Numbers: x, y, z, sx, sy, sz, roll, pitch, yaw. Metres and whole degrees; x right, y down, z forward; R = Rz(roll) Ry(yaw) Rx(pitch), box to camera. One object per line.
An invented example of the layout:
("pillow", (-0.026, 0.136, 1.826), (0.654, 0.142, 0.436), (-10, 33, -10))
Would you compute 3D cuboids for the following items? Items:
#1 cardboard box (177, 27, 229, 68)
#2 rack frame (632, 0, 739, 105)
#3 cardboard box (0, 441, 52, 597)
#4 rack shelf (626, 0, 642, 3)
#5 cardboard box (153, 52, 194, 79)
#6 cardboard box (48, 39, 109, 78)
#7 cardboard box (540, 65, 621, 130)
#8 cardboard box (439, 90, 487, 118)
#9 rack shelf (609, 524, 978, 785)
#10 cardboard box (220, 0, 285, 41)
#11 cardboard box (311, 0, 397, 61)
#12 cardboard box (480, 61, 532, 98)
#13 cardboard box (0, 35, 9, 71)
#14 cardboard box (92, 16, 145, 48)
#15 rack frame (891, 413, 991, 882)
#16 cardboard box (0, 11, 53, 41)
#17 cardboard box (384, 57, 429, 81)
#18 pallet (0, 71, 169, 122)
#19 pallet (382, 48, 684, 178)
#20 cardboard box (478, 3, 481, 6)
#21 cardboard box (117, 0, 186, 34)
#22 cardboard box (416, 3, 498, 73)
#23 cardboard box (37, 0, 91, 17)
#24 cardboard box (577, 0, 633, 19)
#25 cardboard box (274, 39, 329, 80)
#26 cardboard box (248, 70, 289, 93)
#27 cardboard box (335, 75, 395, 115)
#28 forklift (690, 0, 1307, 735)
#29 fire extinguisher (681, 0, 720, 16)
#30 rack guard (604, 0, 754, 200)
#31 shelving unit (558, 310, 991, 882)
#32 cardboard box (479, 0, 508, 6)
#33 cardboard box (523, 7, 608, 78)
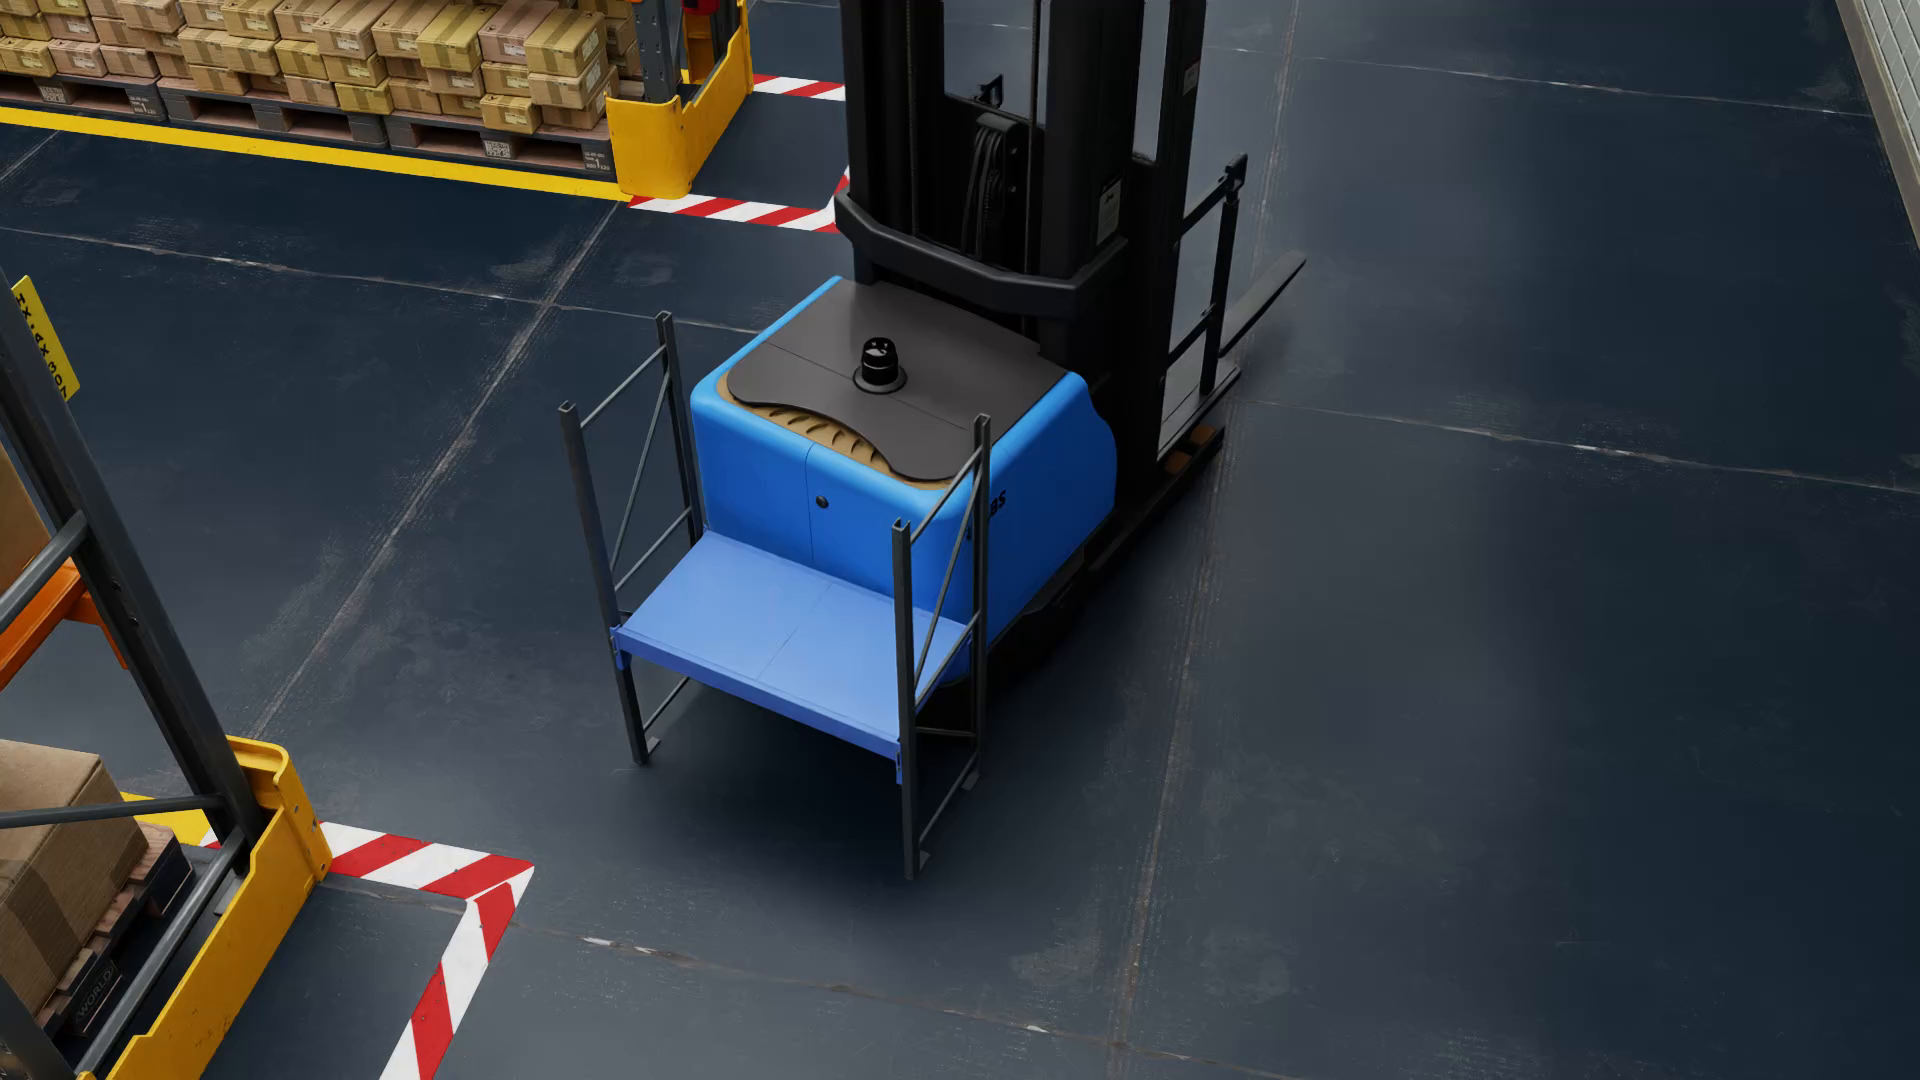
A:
("cardboard box", (-3.636, -2.499, 8.222), (0.250, 0.149, 0.380), (9, 45, 9))
("rack frame", (-1.287, -3.105, 7.313), (0.127, 3.000, 1.000), (9, 45, 9))
("cardboard box", (-2.675, -0.043, 4.060), (0.500, 0.500, 0.500), (9, 45, 9))
("rack shelf", (-3.239, -3.149, 7.877), (4.000, 0.370, 1.077), (9, 45, 9))
("cardboard box", (-3.863, -2.498, 8.435), (0.250, 0.149, 0.380), (7, 44, 7))
("cardboard box", (-4.392, -2.520, 8.458), (0.250, 0.149, 0.380), (9, 45, 9))
("cardboard box", (-1.846, -2.168, 8.092), (0.250, 0.149, 0.380), (10, 45, 10))
("cardboard box", (-2.358, -2.237, 8.164), (0.250, 0.149, 0.380), (9, 45, 9))
("rack shelf", (-0.498, 0.330, 5.086), (1.000, 0.185, 0.538), (19, 47, 19))
("cardboard box", (-3.380, -2.603, 8.115), (0.250, 0.149, 0.380), (9, 45, 9))
("cardboard box", (-2.885, -2.468, 7.975), (0.250, 0.149, 0.380), (10, 45, 11))
("cardboard box", (-2.108, -2.299, 8.014), (0.250, 0.149, 0.380), (8, 44, 8))
("cardboard box", (-4.905, -2.562, 8.502), (0.250, 0.149, 0.380), (7, 44, 7))
("cardboard box", (-4.132, -2.638, 8.366), (0.250, 0.149, 0.380), (7, 44, 7))
("rack frame", (-0.044, 0.359, 4.795), (0.032, 1.500, 0.500), (19, 47, 19))
("cardboard box", (-4.640, -2.693, 8.423), (0.250, 0.149, 0.380), (9, 45, 9))
("cardboard box", (-2.612, -2.411, 8.130), (0.250, 0.149, 0.380), (8, 45, 9))
("pallet", (-4.527, -2.628, 8.829), (1.213, 0.211, 1.003), (9, 45, 9))
("pallet", (-2.146, -2.259, 8.445), (1.213, 0.211, 1.003), (9, 45, 9))
("cardboard box", (-2.482, -2.759, 8.492), (0.250, 0.149, 0.380), (10, 45, 10))
("cardboard box", (-3.896, -2.652, 8.167), (0.250, 0.149, 0.380), (10, 45, 10))
("cardboard box", (-2.372, -2.382, 7.886), (0.250, 0.149, 0.380), (8, 44, 8))
("cardboard box", (-4.386, -2.770, 8.289), (0.250, 0.149, 0.380), (8, 45, 8))
("cardboard box", (-1.724, -2.753, 8.271), (0.250, 0.149, 0.380), (7, 44, 7))
("cardboard box", (-3.126, -2.422, 8.142), (0.250, 0.149, 0.380), (11, 45, 11))
("cardboard box", (-3.357, -2.405, 8.339), (0.250, 0.149, 0.380), (10, 45, 10))
("cardboard box", (-2.865, -2.261, 8.189), (0.250, 0.149, 0.380), (7, 44, 7))
("forklift", (0.380, -1.405, 5.596), (1.130, 2.935, 3.031), (25, 49, 24))
("fire extinguisher", (-1.142, -2.592, 7.105), (0.183, 0.674, 0.296), (9, 45, 9))
("rack guard", (-1.361, -2.216, 8.192), (0.348, 0.500, 1.175), (9, 45, 9))
("shelving unit", (-0.498, 0.200, 4.961), (1.048, 1.500, 0.538), (19, 47, 19))
("cardboard box", (-2.237, -2.838, 8.360), (0.250, 0.149, 0.380), (9, 45, 9))
("cardboard box", (-1.859, -2.352, 7.855), (0.250, 0.149, 0.380), (9, 45, 10))
